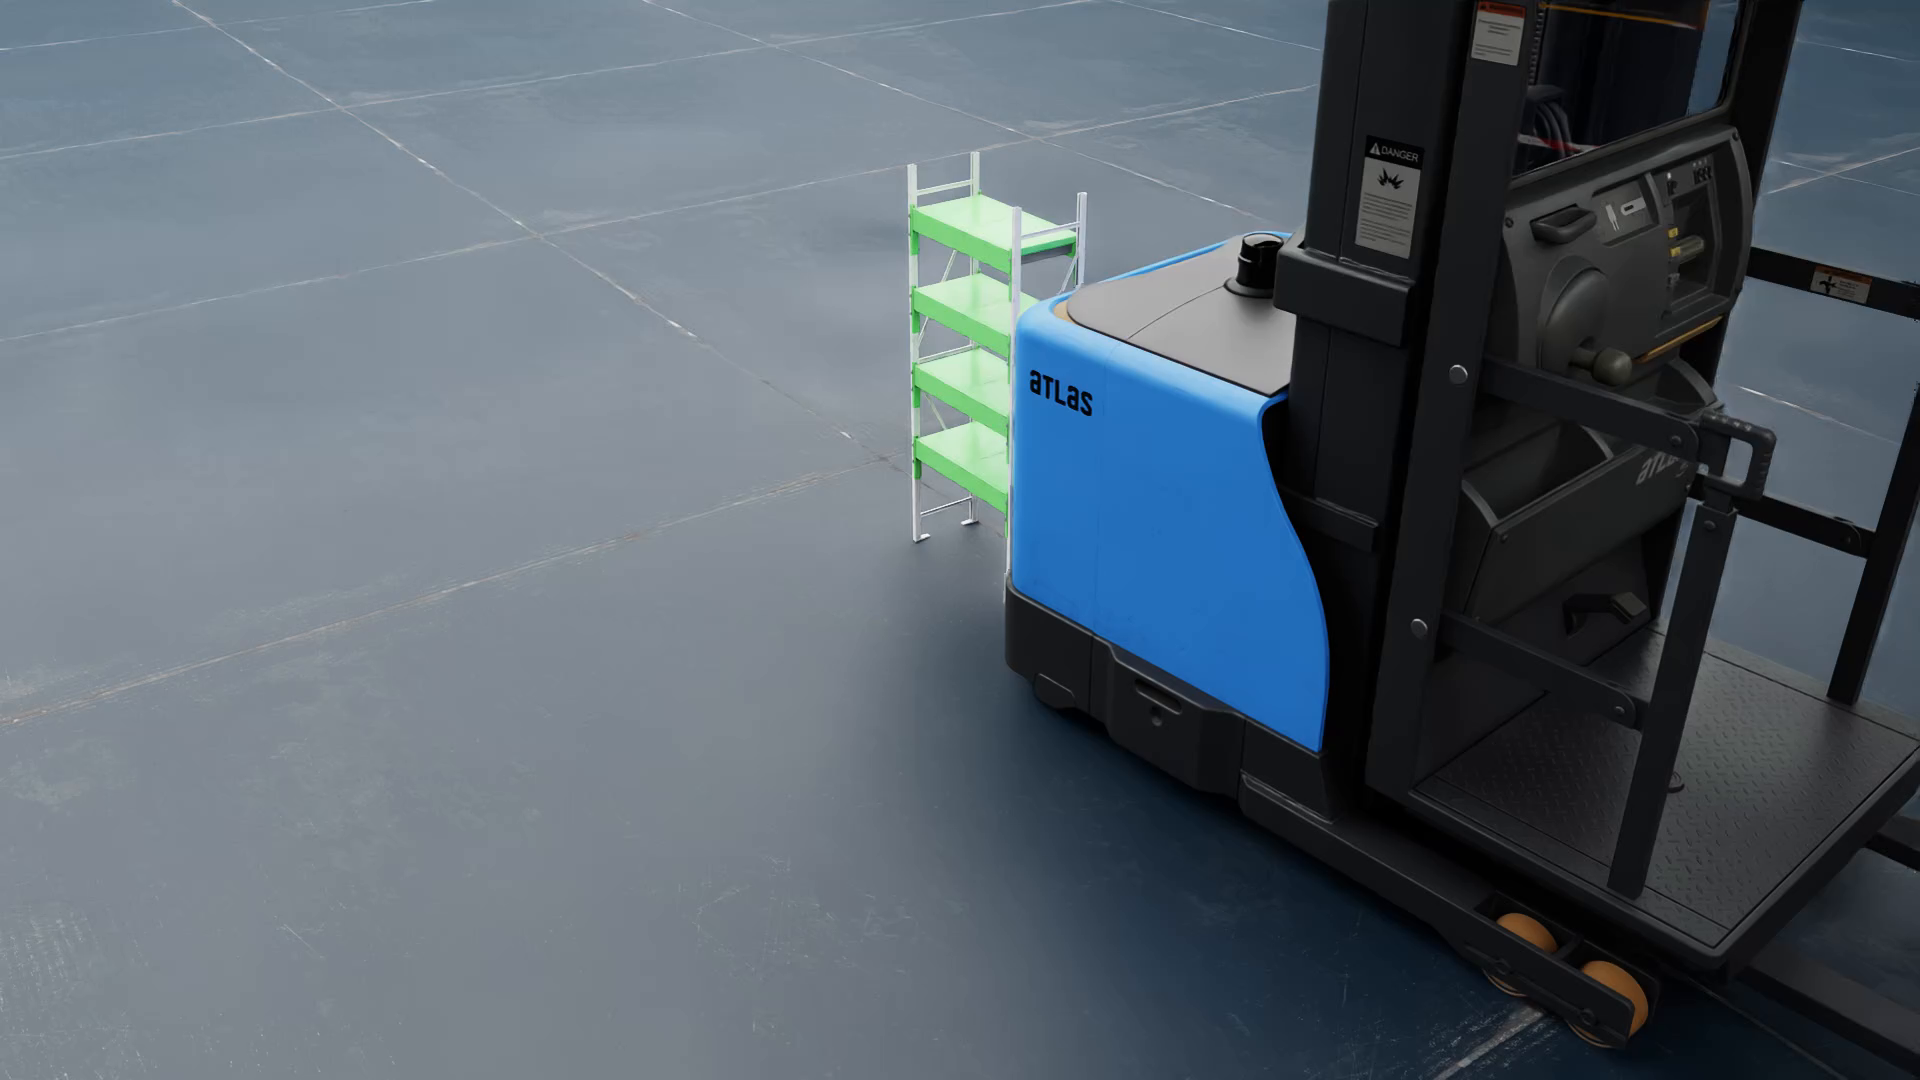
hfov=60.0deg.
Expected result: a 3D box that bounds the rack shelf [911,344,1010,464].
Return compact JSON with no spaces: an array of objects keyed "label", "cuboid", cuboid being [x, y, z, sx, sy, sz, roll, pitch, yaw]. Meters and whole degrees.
[{"label":"rack shelf","cuboid":[0.096,-0.407,4.876,0.258,0.148,0.480,-19,34,-31]}]

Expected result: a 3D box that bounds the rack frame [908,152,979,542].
[{"label":"rack frame","cuboid":[-0.046,-0.558,5.020,0.240,1.200,0.015,-19,34,-31]}]

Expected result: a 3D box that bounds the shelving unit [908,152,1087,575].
[{"label":"shelving unit","cuboid":[0.096,-0.463,4.845,0.258,1.200,0.503,-19,34,-31]}]

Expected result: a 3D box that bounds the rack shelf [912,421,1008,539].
[{"label":"rack shelf","cuboid":[0.096,-0.196,4.990,0.258,0.148,0.480,-19,34,-31]}]

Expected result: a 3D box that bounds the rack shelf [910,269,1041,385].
[{"label":"rack shelf","cuboid":[0.096,-0.618,4.761,0.258,0.148,0.480,-19,34,-31]}]

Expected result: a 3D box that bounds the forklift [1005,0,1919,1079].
[{"label":"forklift","cuboid":[1.482,-0.541,3.175,1.130,2.935,3.031,-23,36,-36]}]

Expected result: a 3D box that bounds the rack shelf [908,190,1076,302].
[{"label":"rack shelf","cuboid":[0.096,-0.829,4.647,0.258,0.148,0.480,-19,34,-31]}]

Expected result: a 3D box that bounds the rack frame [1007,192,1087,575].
[{"label":"rack frame","cuboid":[0.238,-0.368,4.670,0.240,1.200,0.015,-19,34,-31]}]
